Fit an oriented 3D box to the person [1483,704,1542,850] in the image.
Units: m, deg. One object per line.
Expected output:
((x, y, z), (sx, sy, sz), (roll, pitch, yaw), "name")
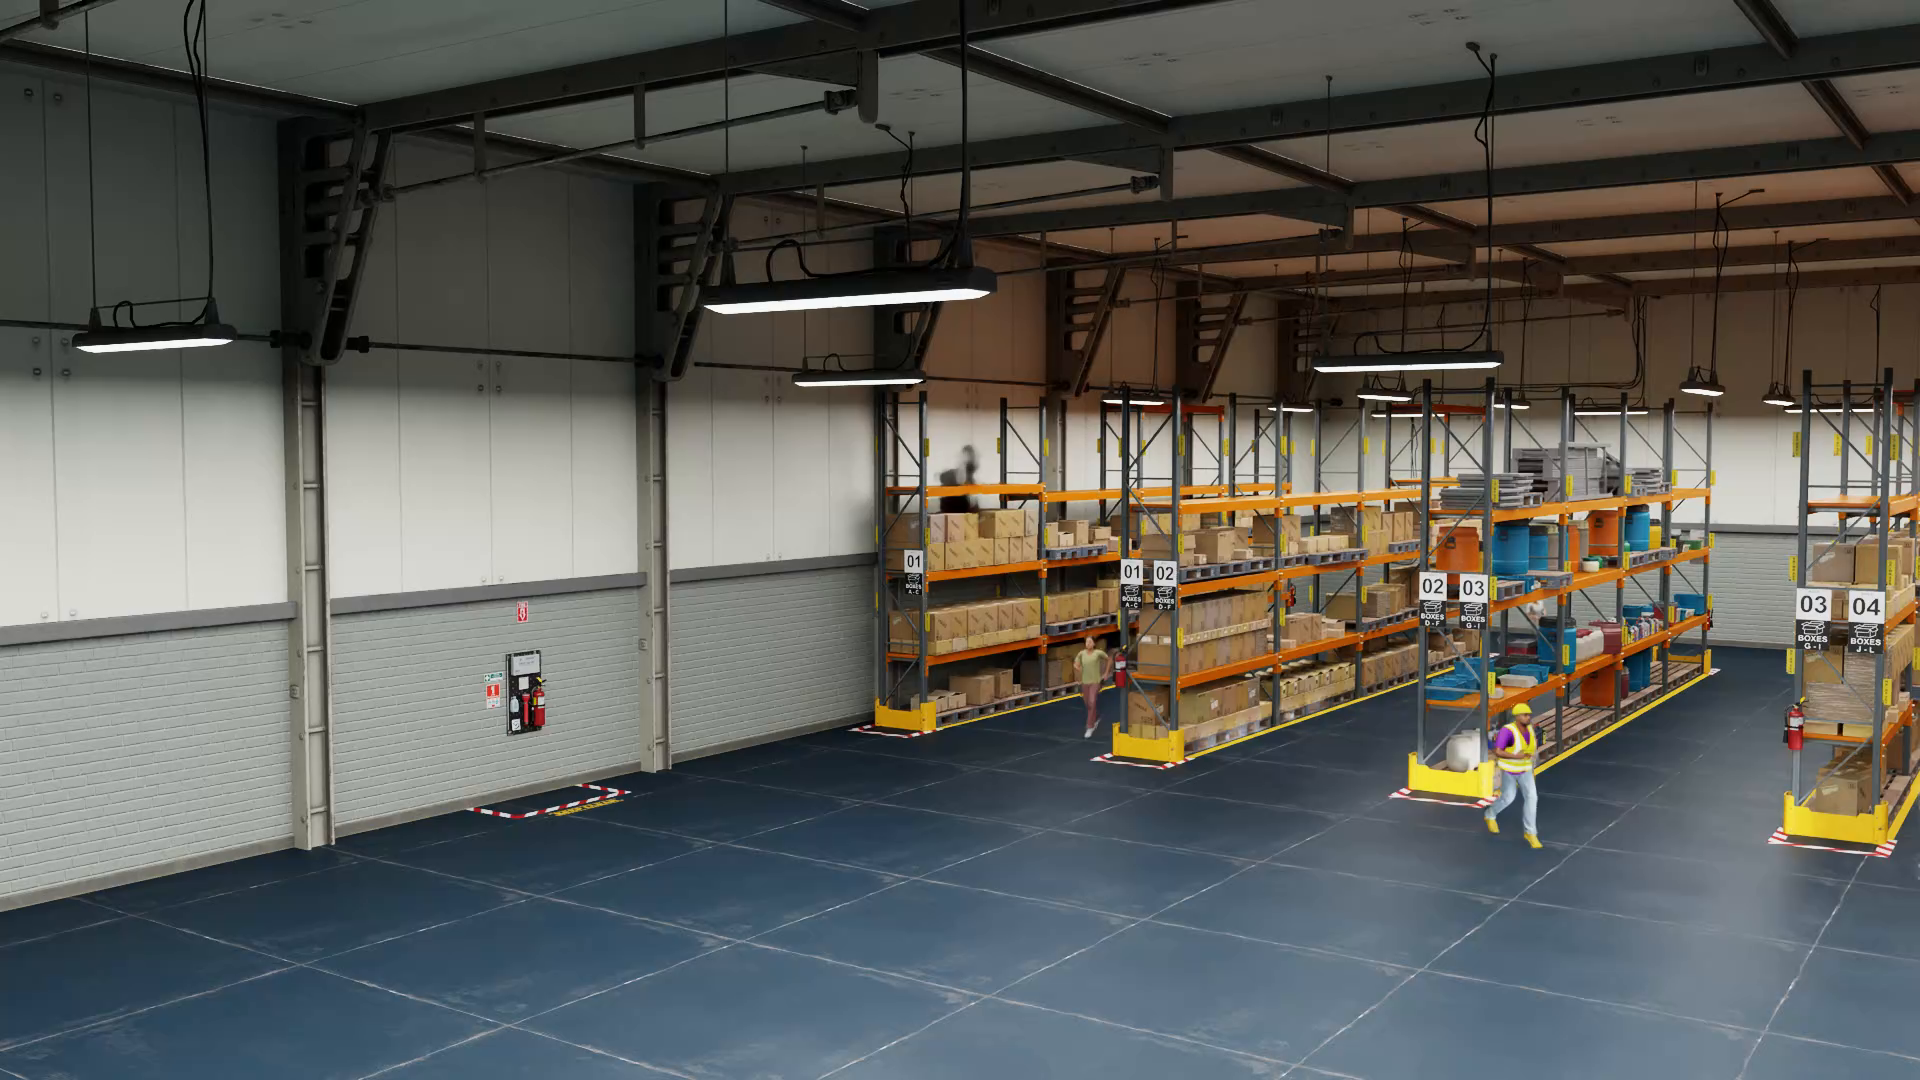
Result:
((7.038, 2.951, 21.120), (0.729, 1.795, 0.984), (-2, 4, -26), "person")

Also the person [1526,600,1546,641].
((13.726, 2.003, 39.480), (0.635, 1.613, 0.602), (0, 3, -7), "person")

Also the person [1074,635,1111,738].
((2.247, 2.478, 28.531), (0.583, 1.710, 0.858), (2, 4, 26), "person")
